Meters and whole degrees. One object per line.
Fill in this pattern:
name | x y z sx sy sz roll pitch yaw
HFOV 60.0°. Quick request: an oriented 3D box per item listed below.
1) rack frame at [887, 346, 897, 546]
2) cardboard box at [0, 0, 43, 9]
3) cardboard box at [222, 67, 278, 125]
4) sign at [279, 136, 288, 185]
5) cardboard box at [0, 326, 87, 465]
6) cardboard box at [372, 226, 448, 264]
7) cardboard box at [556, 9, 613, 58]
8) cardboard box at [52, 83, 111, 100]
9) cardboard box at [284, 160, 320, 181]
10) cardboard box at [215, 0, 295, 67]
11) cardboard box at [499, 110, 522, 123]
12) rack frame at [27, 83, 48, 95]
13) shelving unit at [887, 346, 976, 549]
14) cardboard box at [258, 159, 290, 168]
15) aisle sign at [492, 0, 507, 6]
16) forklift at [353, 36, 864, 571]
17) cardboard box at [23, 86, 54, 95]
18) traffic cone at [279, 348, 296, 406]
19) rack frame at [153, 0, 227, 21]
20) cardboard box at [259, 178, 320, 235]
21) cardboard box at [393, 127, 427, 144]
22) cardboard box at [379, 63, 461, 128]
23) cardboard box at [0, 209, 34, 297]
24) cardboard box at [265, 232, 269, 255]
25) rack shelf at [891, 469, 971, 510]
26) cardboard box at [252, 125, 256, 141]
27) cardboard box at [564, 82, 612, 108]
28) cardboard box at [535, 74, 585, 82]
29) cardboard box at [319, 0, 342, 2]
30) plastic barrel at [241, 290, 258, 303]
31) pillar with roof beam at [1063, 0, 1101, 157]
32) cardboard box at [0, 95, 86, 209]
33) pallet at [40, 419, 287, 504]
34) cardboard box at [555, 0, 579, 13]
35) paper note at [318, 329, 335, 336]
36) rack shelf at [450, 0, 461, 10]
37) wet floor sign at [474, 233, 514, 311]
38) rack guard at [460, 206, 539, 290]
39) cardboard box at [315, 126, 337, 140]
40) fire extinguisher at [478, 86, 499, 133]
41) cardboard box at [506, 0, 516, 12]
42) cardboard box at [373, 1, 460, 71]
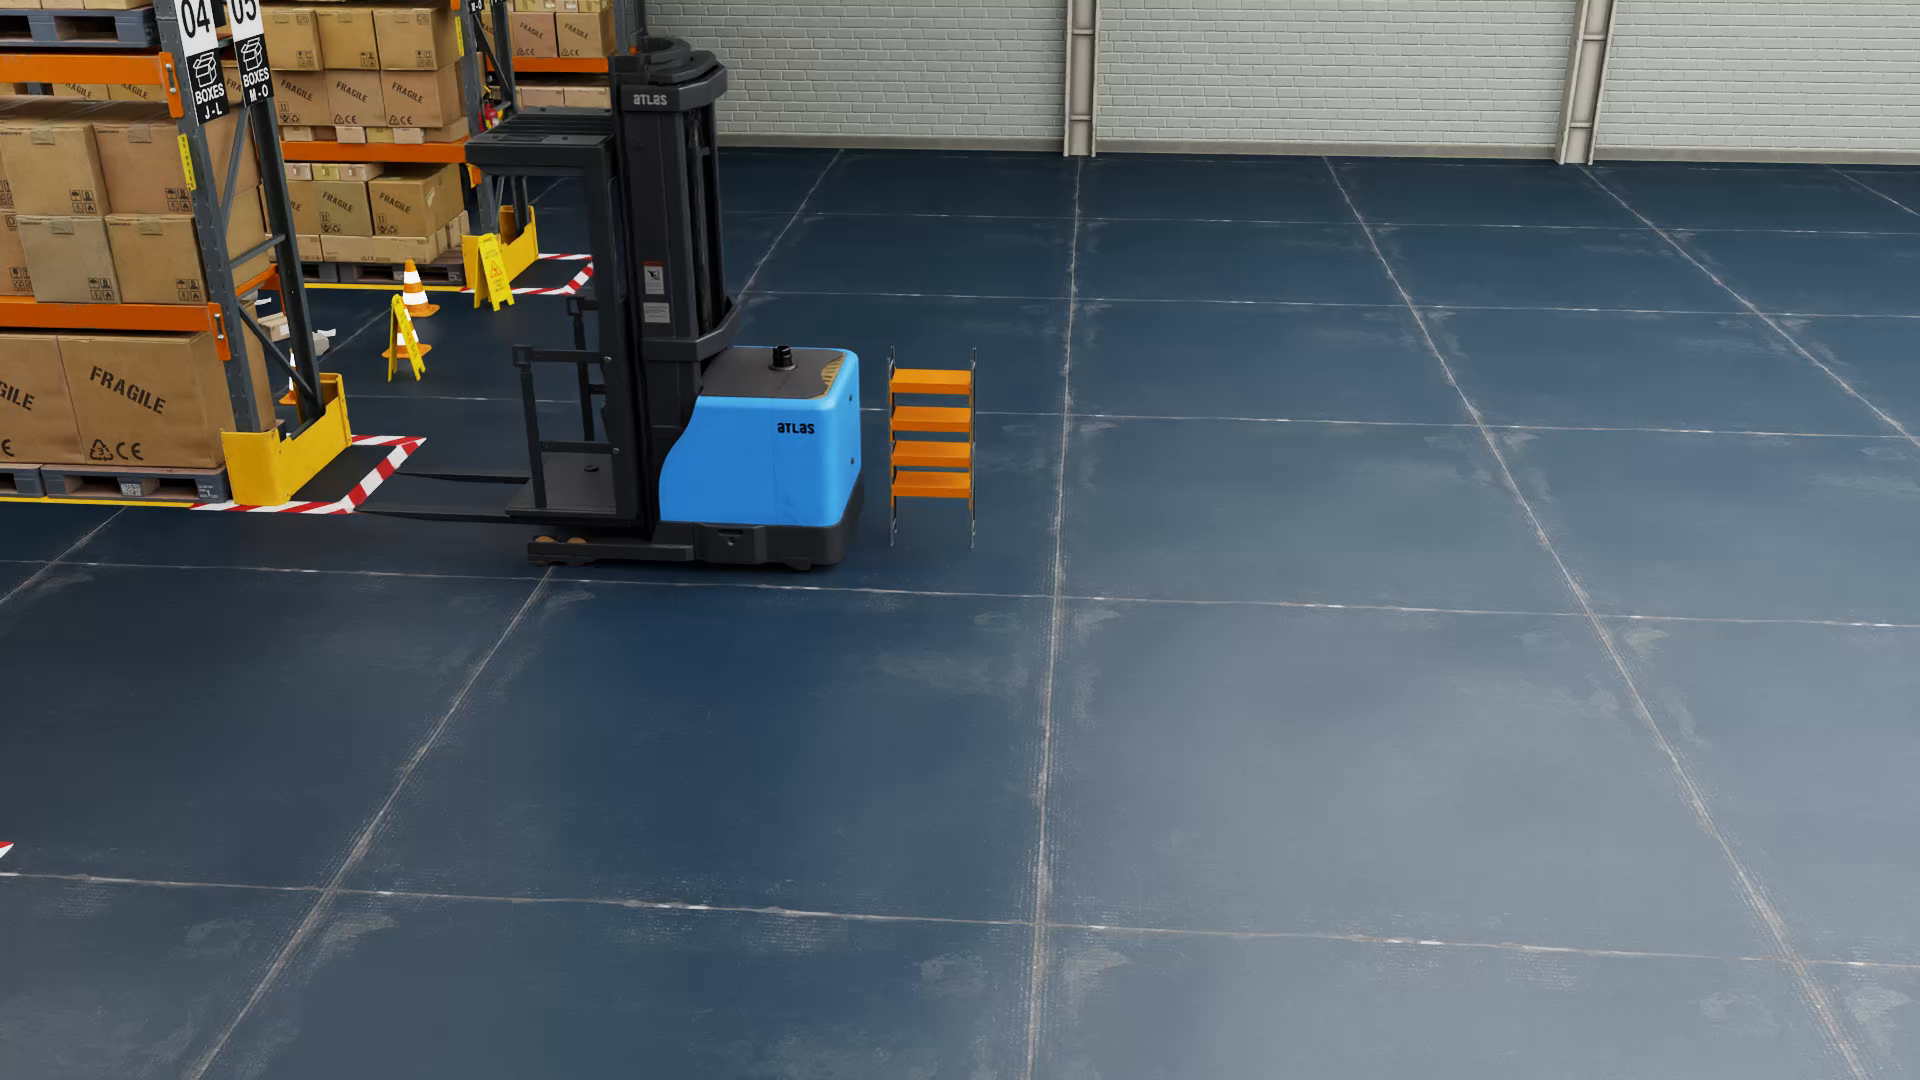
rack frame | -0.408 -0.558 10.028 0.015 1.200 0.240 2 25 4
cardboard box | -5.387 -3.199 9.703 0.250 0.149 0.380 2 25 5
cardboard box | -6.308 -4.037 14.960 0.500 0.500 0.500 2 25 5
sign | -4.474 -2.488 10.939 0.005 0.325 0.100 2 25 4
cardboard box | -6.081 -1.075 11.037 0.875 0.875 0.875 1 25 3
cardboard box | -5.095 -2.751 15.426 0.500 0.250 0.500 2 25 4
cardboard box | -4.379 -5.915 19.397 0.500 0.500 0.500 1 25 3
cardboard box | -7.815 -4.073 15.037 0.500 0.500 0.500 2 25 4
cardboard box | -5.947 -3.391 15.144 0.250 0.149 0.380 3 25 6
cardboard box | -6.278 -4.521 14.816 0.500 0.500 0.700 2 25 4
cardboard box | -5.393 -5.046 19.816 0.500 0.250 0.500 1 25 3
rack frame | -8.233 -4.022 15.403 0.127 3.000 1.000 2 25 4
shelving unit | -0.165 -0.550 10.011 0.503 1.200 0.258 2 25 4
cardboard box | -6.606 -3.366 15.867 0.500 0.500 0.500 3 25 7
aisle sign | -4.159 -5.203 14.858 0.004 0.787 0.394 2 25 4
forklift | -2.159 -1.393 9.771 3.031 2.935 1.130 2 25 5
cardboard box | -8.759 -4.248 15.693 0.250 0.149 0.380 2 25 5
traffic cone | -4.943 -1.284 12.488 0.334 0.463 0.336 2 25 4
rack frame | -4.522 -4.553 9.380 0.127 3.000 1.000 2 25 4
cardboard box | -6.086 -3.128 15.350 0.500 0.500 0.500 1 25 3
cardboard box | -4.895 -3.665 14.927 0.250 0.149 0.380 2 25 3
cardboard box | -4.807 -3.977 14.830 0.500 0.500 0.500 1 25 3
cardboard box | -5.995 -1.968 10.759 0.550 0.550 0.875 2 25 4
cardboard box | -6.603 -2.804 15.543 0.500 0.250 0.500 2 25 3
rack shelf | -0.165 -0.309 10.122 0.480 0.148 0.258 2 25 4
cardboard box | -6.415 -3.723 15.054 0.250 0.149 0.380 2 25 4
cardboard box | -4.351 -5.244 19.649 0.500 0.250 0.500 3 25 6
cardboard box | -4.831 -5.468 20.136 0.500 0.250 0.500 2 25 4
cardboard box | -7.300 -6.304 19.466 0.250 0.149 0.380 2 25 5
plastic barrel | -6.420 -2.159 14.436 0.421 0.421 0.512 22 33 39
pillar with roof beam | 1.160 -7.100 14.915 0.400 9.000 9.100 2 25 4
cardboard box | -5.993 -2.468 10.555 0.550 0.550 0.875 2 25 4
pallet | -5.326 -0.554 11.202 1.213 0.211 1.003 2 25 4
cardboard box | -4.492 -6.194 19.226 0.250 0.149 0.380 2 25 5
paper note | -5.339 -1.746 14.008 0.142 0.019 0.148 -7 26 -14
rack shelf | -6.238 -4.994 14.788 4.000 0.370 1.077 2 25 4
wet floor sign | -4.137 -2.373 14.635 0.232 0.644 0.267 11 27 22
rack guard | -4.320 -2.761 15.653 0.348 0.500 1.175 2 25 4
cardboard box | -5.652 -3.745 15.100 0.250 0.149 0.380 2 25 5
fire extinguisher | -4.165 -3.664 14.716 0.183 0.674 0.296 2 25 4
cardboard box | -5.262 -6.229 19.303 0.250 0.149 0.380 1 25 2
cardboard box | -4.770 -4.455 14.671 0.500 0.500 0.700 1 25 3
